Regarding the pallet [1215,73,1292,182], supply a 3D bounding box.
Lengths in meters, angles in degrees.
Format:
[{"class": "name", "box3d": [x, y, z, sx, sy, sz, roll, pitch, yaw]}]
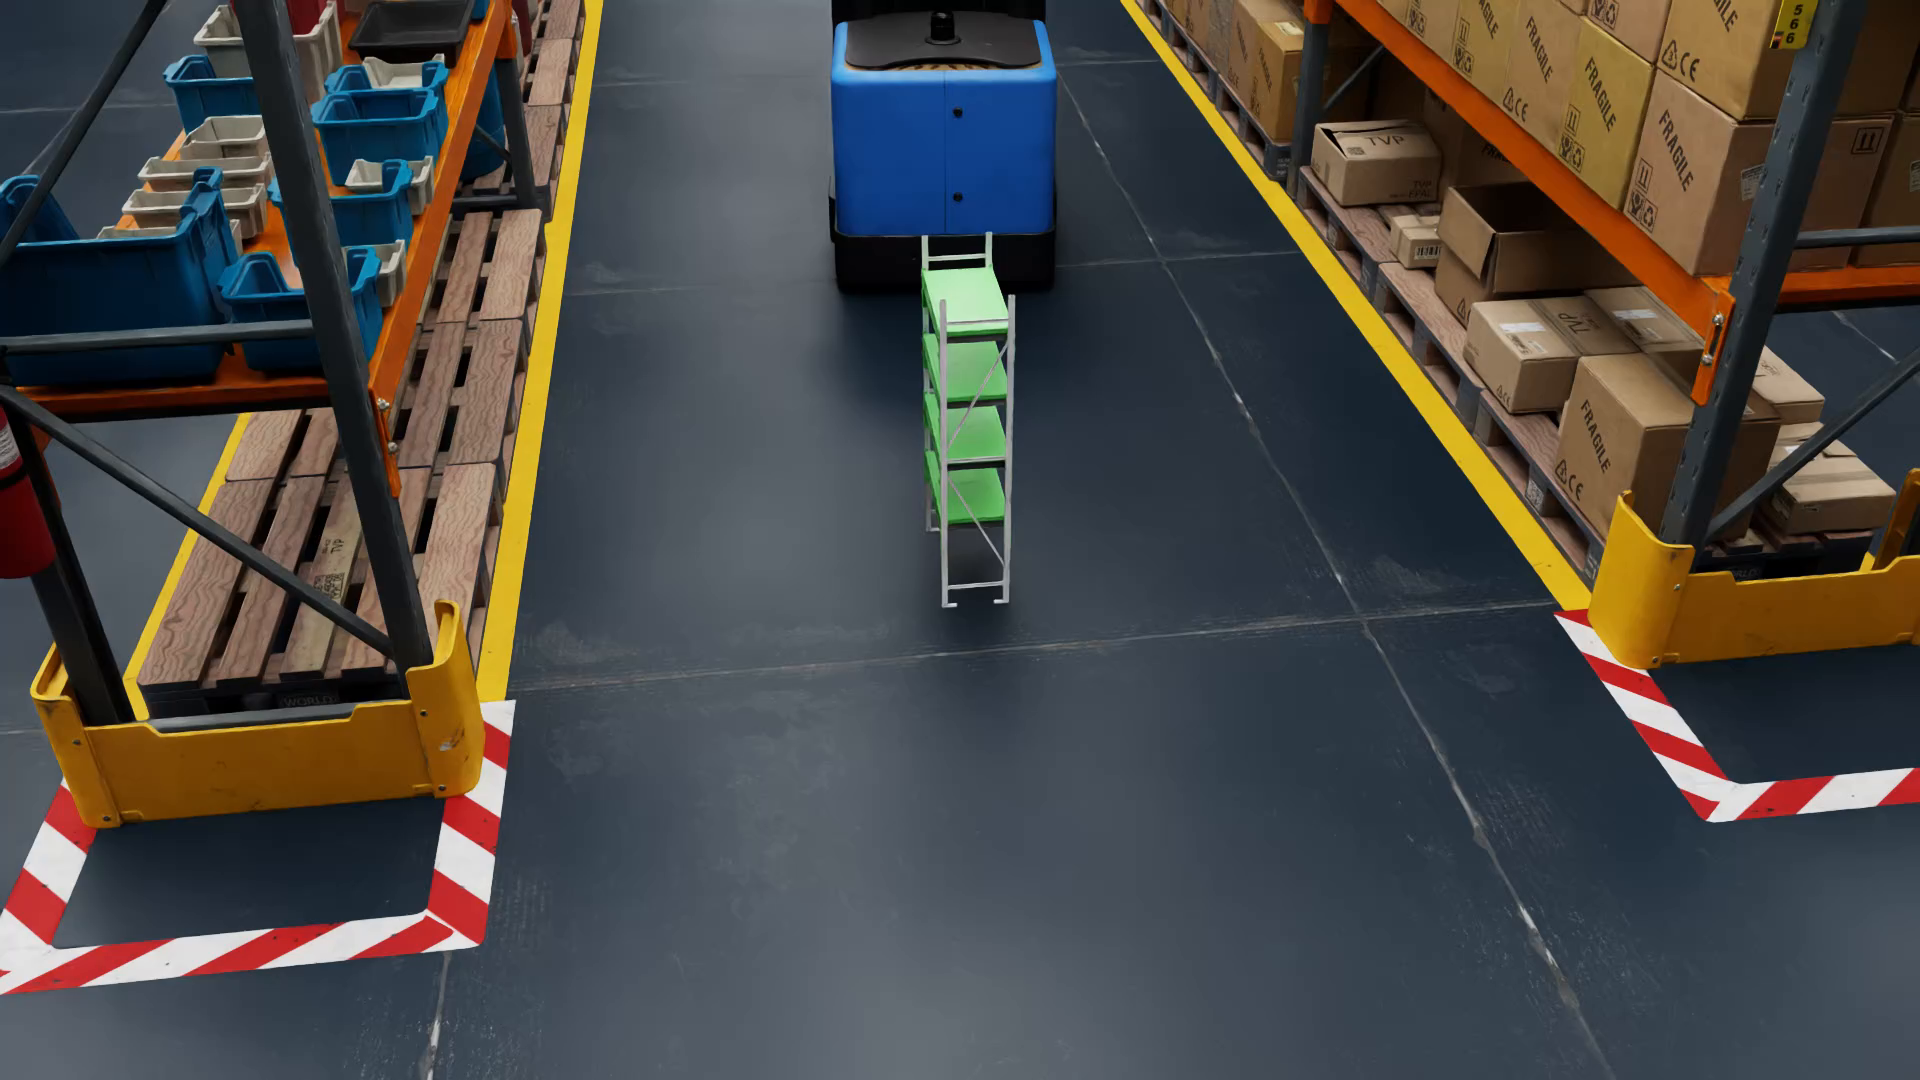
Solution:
[{"class": "pallet", "box3d": [2.122, -2.426, 9.623, 1.003, 0.211, 1.213, -4, 35, -6]}]

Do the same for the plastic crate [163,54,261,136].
[{"class": "plastic crate", "box3d": [-2.632, -1.605, 6.036, 0.416, 0.233, 0.300, -4, 35, -6]}]

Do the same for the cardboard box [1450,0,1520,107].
[{"class": "cardboard box", "box3d": [2.274, -2.015, 6.455, 0.500, 0.500, 0.500, -5, 35, -7]}]

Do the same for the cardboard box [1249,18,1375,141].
[{"class": "cardboard box", "box3d": [1.918, -2.530, 9.128, 0.500, 0.500, 0.500, -5, 35, -7]}]

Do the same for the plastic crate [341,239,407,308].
[{"class": "plastic crate", "box3d": [-1.770, -0.786, 4.921, 0.250, 0.136, 0.298, -4, 35, -6]}]

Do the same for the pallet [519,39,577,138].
[{"class": "pallet", "box3d": [-2.870, -2.718, 10.051, 1.003, 0.211, 1.213, -4, 35, -6]}]

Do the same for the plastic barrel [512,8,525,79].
[{"class": "plastic barrel", "box3d": [-2.779, -2.922, 9.710, 0.421, 0.512, 0.421, 0, 34, 0]}]

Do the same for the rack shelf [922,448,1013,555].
[{"class": "rack shelf", "box3d": [0.022, -0.152, 5.948, 0.258, 0.148, 0.480, -4, 35, -6]}]

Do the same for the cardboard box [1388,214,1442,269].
[{"class": "cardboard box", "box3d": [2.237, -1.406, 7.775, 0.380, 0.166, 0.250, -4, 35, -6]}]

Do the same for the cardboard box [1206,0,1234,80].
[{"class": "cardboard box", "box3d": [1.793, -3.087, 9.945, 0.500, 0.500, 0.500, -4, 34, -6]}]

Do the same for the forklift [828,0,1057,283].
[{"class": "forklift", "box3d": [-0.116, -3.232, 8.390, 1.130, 2.935, 3.031, -1, 34, -2]}]

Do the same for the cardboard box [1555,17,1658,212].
[{"class": "cardboard box", "box3d": [2.404, -1.455, 5.633, 0.500, 0.500, 0.500, -4, 34, -6]}]

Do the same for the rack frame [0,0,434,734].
[{"class": "rack frame", "box3d": [-2.102, -0.522, 4.353, 1.000, 3.000, 0.127, -4, 35, -6]}]

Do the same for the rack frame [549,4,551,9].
[{"class": "rack frame", "box3d": [-3.178, -4.987, 10.904, 1.000, 3.000, 0.127, -4, 35, -6]}]

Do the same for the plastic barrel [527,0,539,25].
[{"class": "plastic barrel", "box3d": [-2.931, -3.552, 10.635, 0.421, 0.512, 0.421, 0, 34, 0]}]

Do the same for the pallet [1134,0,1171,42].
[{"class": "pallet", "box3d": [1.794, -3.788, 11.621, 1.003, 0.211, 1.213, -4, 35, -6]}]

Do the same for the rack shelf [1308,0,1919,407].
[{"class": "rack shelf", "box3d": [2.538, -1.714, 6.741, 1.077, 0.370, 4.000, -4, 35, -6]}]

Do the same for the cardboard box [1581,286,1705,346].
[{"class": "cardboard box", "box3d": [2.880, -0.824, 6.847, 0.500, 0.250, 0.500, -4, 35, -6]}]

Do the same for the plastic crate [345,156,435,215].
[{"class": "plastic crate", "box3d": [-1.861, -1.165, 5.476, 0.250, 0.136, 0.298, -4, 35, -6]}]

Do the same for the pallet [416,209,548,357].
[{"class": "pallet", "box3d": [-2.503, -1.195, 7.816, 1.003, 0.211, 1.213, -4, 35, -6]}]

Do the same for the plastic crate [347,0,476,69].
[{"class": "plastic crate", "box3d": [-2.223, -2.061, 6.802, 0.437, 0.125, 0.590, -4, 35, -6]}]

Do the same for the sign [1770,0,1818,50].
[{"class": "sign", "box3d": [2.254, -1.474, 4.440, 0.100, 0.325, 0.005, -4, 35, -6]}]

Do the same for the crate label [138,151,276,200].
[{"class": "crate label", "box3d": [-2.478, -1.196, 5.522, 0.396, 0.136, 0.243, -4, 35, -6]}]

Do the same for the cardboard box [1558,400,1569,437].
[{"class": "cardboard box", "box3d": [2.524, -0.424, 6.334, 0.380, 0.166, 0.250, -4, 35, -6]}]

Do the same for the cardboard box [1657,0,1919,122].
[{"class": "cardboard box", "box3d": [2.474, -1.578, 4.925, 0.500, 0.500, 0.500, -5, 35, -7]}]

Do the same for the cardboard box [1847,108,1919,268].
[{"class": "cardboard box", "box3d": [3.008, -1.204, 5.265, 0.500, 0.500, 0.500, -4, 34, -5]}]

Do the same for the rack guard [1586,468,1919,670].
[{"class": "rack guard", "box3d": [2.797, 0.095, 5.667, 1.175, 0.500, 0.348, -4, 35, -6]}]

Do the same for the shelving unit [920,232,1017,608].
[{"class": "shelving unit", "box3d": [0.022, -0.403, 5.777, 0.258, 1.200, 0.503, -4, 35, -6]}]

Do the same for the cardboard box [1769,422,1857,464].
[{"class": "cardboard box", "box3d": [3.057, -0.306, 6.160, 0.380, 0.166, 0.250, -4, 35, -6]}]

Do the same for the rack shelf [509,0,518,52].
[{"class": "rack shelf", "box3d": [-2.909, -3.573, 9.469, 1.077, 0.370, 4.000, -4, 35, -6]}]

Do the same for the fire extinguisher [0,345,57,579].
[{"class": "fire extinguisher", "box3d": [-2.532, -0.218, 4.306, 0.296, 0.674, 0.183, -4, 35, -6]}]

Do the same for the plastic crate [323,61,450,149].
[{"class": "plastic crate", "box3d": [-2.027, -1.543, 5.946, 0.416, 0.233, 0.300, -4, 35, -6]}]

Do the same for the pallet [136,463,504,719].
[{"class": "pallet", "box3d": [-2.175, 0.167, 5.818, 1.003, 0.211, 1.213, -4, 35, -6]}]

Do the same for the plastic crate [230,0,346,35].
[{"class": "plastic crate", "box3d": [-2.769, -2.289, 6.835, 0.402, 0.464, 0.583, -4, 35, -6]}]

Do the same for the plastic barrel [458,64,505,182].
[{"class": "plastic barrel", "box3d": [-2.696, -2.366, 8.548, 0.600, 0.901, 0.708, -4, 35, -6]}]

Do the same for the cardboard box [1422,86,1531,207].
[{"class": "cardboard box", "box3d": [2.626, -1.980, 8.321, 0.500, 0.500, 0.500, -4, 35, -6]}]

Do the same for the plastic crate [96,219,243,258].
[{"class": "plastic crate", "box3d": [-2.391, -0.880, 5.058, 0.396, 0.136, 0.243, -4, 35, -6]}]

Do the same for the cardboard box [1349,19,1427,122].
[{"class": "cardboard box", "box3d": [2.445, -2.565, 9.179, 0.500, 0.500, 0.500, -6, 35, -9]}]

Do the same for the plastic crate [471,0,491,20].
[{"class": "plastic crate", "box3d": [-2.239, -2.538, 7.272, 0.392, 0.384, 0.575, -4, 35, -6]}]

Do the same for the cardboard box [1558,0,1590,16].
[{"class": "cardboard box", "box3d": [2.331, -2.148, 5.762, 0.500, 0.500, 0.500, -3, 34, -5]}]

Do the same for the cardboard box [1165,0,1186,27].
[{"class": "cardboard box", "box3d": [1.647, -3.661, 10.787, 0.500, 0.500, 0.500, -5, 35, -7]}]

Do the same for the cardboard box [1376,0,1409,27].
[{"class": "cardboard box", "box3d": [2.139, -2.578, 7.281, 0.500, 0.500, 0.500, -4, 34, -6]}]

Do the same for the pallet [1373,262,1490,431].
[{"class": "pallet", "box3d": [2.528, -0.910, 7.398, 1.003, 0.211, 1.213, -4, 35, -6]}]

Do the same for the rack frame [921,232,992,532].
[{"class": "rack frame", "box3d": [-0.011, -0.540, 5.976, 0.240, 1.200, 0.015, -4, 35, -6]}]

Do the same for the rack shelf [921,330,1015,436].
[{"class": "rack shelf", "box3d": [0.022, -0.549, 5.677, 0.258, 0.148, 0.480, -4, 35, -6]}]
